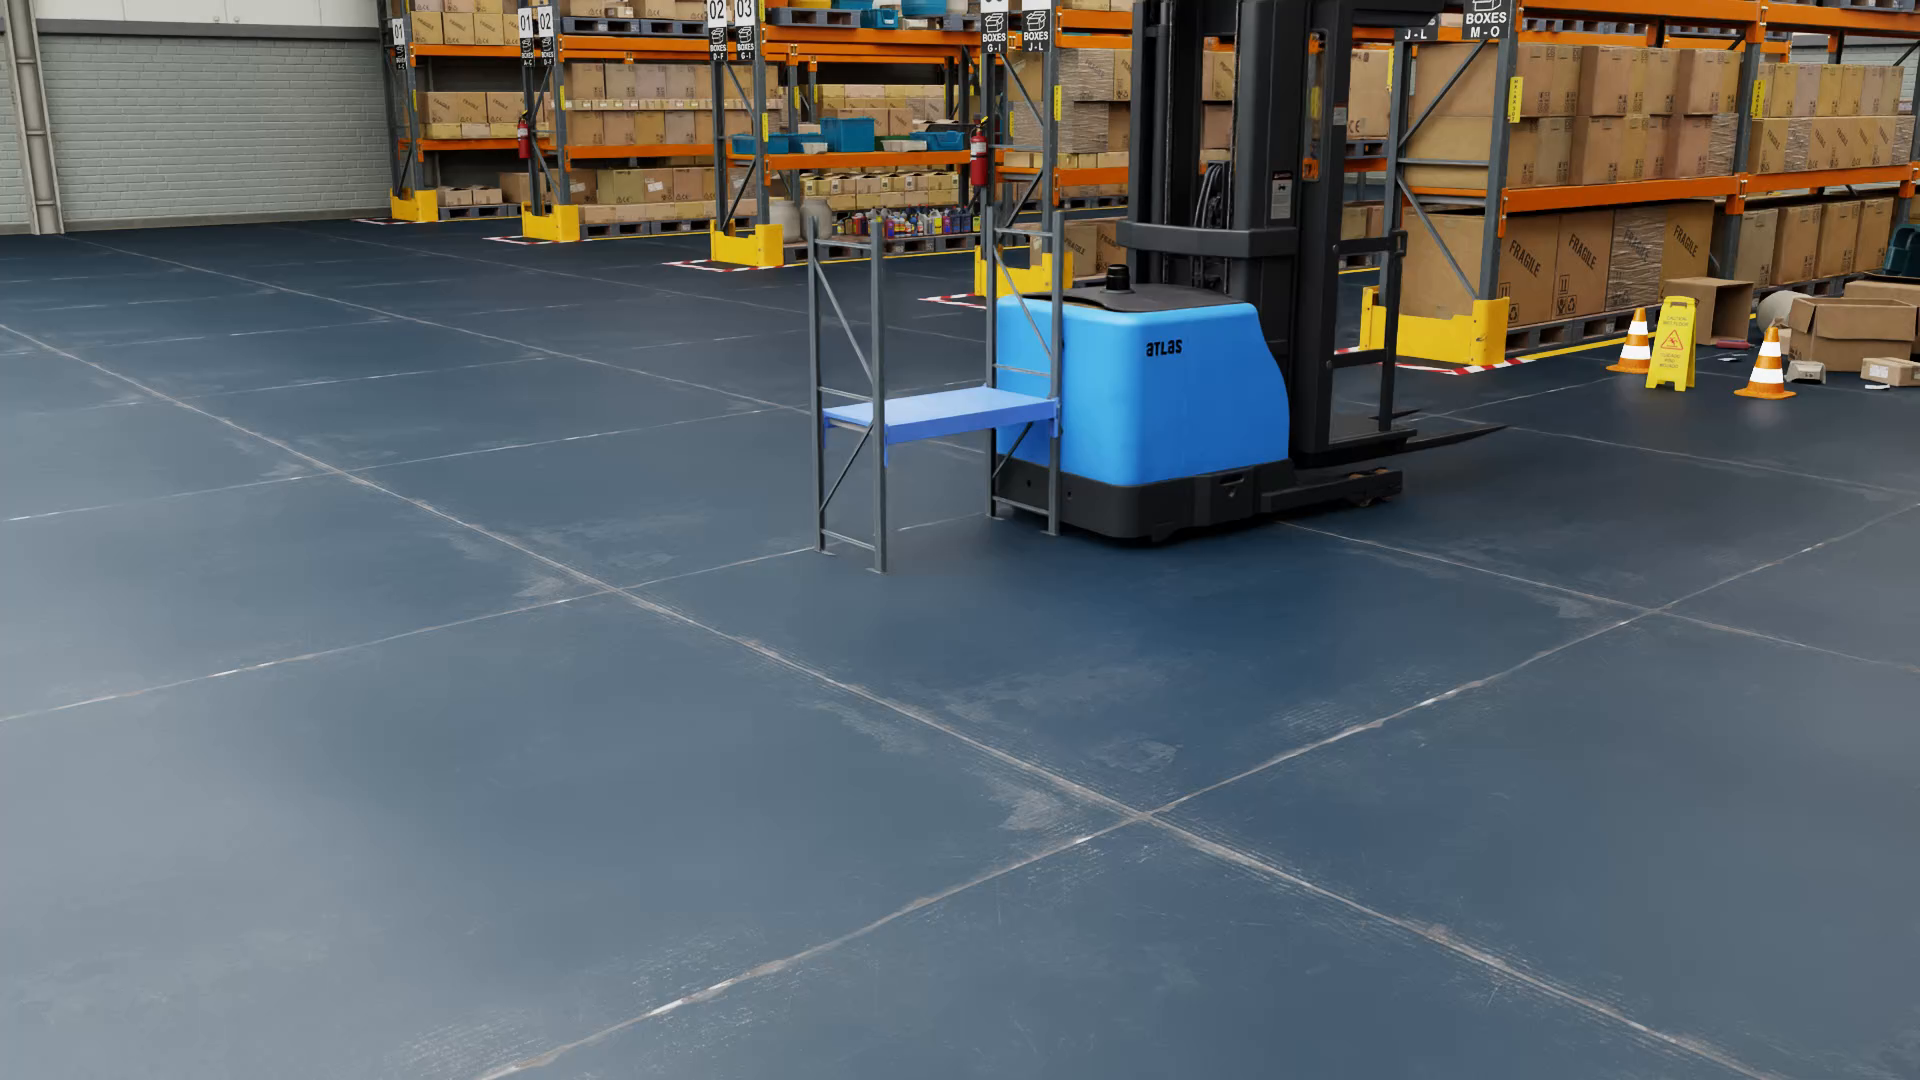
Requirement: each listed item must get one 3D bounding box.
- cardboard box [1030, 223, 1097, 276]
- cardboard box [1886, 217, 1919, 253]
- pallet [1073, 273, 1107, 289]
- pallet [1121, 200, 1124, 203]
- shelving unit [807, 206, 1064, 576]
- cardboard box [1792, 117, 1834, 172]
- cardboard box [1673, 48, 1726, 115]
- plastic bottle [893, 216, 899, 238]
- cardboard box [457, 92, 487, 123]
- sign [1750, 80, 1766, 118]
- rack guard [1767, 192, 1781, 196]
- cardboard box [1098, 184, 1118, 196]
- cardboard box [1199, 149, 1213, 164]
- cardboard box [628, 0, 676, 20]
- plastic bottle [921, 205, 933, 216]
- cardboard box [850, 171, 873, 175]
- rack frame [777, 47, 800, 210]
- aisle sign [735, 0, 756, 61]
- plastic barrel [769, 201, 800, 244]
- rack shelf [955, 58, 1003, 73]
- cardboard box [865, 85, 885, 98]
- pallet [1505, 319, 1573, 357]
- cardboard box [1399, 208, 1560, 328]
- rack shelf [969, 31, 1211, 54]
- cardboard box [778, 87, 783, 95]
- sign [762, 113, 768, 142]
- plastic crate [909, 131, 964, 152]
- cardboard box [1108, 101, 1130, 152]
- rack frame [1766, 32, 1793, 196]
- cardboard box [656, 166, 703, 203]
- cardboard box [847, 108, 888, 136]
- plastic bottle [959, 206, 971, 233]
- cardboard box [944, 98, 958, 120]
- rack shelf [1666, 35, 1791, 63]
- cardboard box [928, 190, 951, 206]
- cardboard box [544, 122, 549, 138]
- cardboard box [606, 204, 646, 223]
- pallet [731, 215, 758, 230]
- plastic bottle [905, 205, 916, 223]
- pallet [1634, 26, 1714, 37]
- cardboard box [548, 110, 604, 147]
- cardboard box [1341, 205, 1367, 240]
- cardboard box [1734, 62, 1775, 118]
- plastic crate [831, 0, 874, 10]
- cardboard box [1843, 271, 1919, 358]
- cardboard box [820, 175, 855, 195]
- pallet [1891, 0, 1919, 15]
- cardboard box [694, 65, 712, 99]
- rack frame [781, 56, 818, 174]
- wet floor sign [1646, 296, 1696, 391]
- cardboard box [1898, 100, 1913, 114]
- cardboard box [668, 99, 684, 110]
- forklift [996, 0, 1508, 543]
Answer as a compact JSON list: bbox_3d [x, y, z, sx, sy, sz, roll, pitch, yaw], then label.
[{"bbox_3d":[1.065,-3.003,17.210,0.500,0.500,0.500,-9,17,-29],"label":"cardboard box"},{"bbox_3d":[10.499,-3.343,18.484,0.500,0.500,0.500,-14,20,-42],"label":"cardboard box"},{"bbox_3d":[1.276,-2.702,17.455,1.213,0.211,1.003,-13,19,-39],"label":"pallet"},{"bbox_3d":[3.654,-6.636,32.185,1.213,0.211,1.003,-13,19,-39],"label":"pallet"},{"bbox_3d":[-0.096,-0.706,7.487,1.048,1.500,0.538,-12,19,-38],"label":"shelving unit"},{"bbox_3d":[8.113,-3.855,16.176,0.500,0.500,0.500,-13,20,-40],"label":"cardboard box"},{"bbox_3d":[6.141,-4.023,14.614,0.550,0.550,0.875,-13,19,-39],"label":"cardboard box"},{"bbox_3d":[-0.838,-4.068,21.603,0.097,0.271,0.097,0,15,0],"label":"plastic bottle"},{"bbox_3d":[-8.235,-7.202,27.698,0.500,0.500,0.500,-13,19,-39],"label":"cardboard box"},{"bbox_3d":[7.146,-3.949,14.890,0.005,0.325,0.100,-13,19,-39],"label":"sign"},{"bbox_3d":[12.671,-5.412,27.043,0.348,0.500,1.175,-13,19,-39],"label":"rack guard"},{"bbox_3d":[2.573,-6.651,30.827,0.500,0.500,0.500,-13,19,-39],"label":"cardboard box"},{"bbox_3d":[2.490,-4.117,17.836,0.250,0.149,0.380,-13,19,-39],"label":"cardboard box"},{"bbox_3d":[-4.485,-7.831,24.162,0.500,0.500,0.500,-13,19,-39],"label":"cardboard box"},{"bbox_3d":[-0.438,-4.396,22.675,0.185,0.351,0.144,-13,19,-39],"label":"plastic bottle"},{"bbox_3d":[-1.634,-6.040,27.977,0.500,0.311,0.500,-13,20,-40],"label":"cardboard box"},{"bbox_3d":[-2.900,-6.512,26.317,0.127,3.000,1.000,-13,19,-39],"label":"rack frame"},{"bbox_3d":[-2.530,-6.056,19.573,0.004,0.787,0.394,-13,19,-39],"label":"aisle sign"},{"bbox_3d":[-2.222,-3.997,20.908,0.421,0.512,0.421,0,15,0],"label":"plastic barrel"},{"bbox_3d":[1.390,-10.271,35.973,4.000,0.370,1.077,-13,19,-39],"label":"rack shelf"},{"bbox_3d":[-1.845,-8.921,33.073,0.500,0.250,0.500,-12,19,-39],"label":"cardboard box"},{"bbox_3d":[4.314,-1.726,13.803,1.213,0.211,1.003,-13,19,-39],"label":"pallet"},{"bbox_3d":[4.231,-2.227,13.577,0.875,0.875,0.875,-13,19,-39],"label":"cardboard box"},{"bbox_3d":[1.858,-6.988,23.679,4.000,0.370,1.077,-13,19,-39],"label":"rack shelf"},{"bbox_3d":[-3.610,-8.606,31.853,0.380,0.149,0.250,12,19,38],"label":"cardboard box"},{"bbox_3d":[-2.311,-4.895,19.728,0.005,0.325,0.100,-13,19,-39],"label":"sign"},{"bbox_3d":[-0.308,-5.235,21.824,0.616,0.251,0.499,-13,19,-39],"label":"plastic crate"},{"bbox_3d":[1.314,-4.293,17.240,0.500,0.500,0.875,-13,19,-39],"label":"cardboard box"},{"bbox_3d":[12.653,-6.616,26.705,0.127,3.000,1.000,-13,19,-39],"label":"rack frame"},{"bbox_3d":[-4.233,-5.372,25.111,0.500,0.500,0.500,-13,19,-39],"label":"cardboard box"},{"bbox_3d":[-1.534,-6.861,27.431,0.500,0.500,0.500,-13,19,-39],"label":"cardboard box"},{"bbox_3d":[0.052,-4.315,22.371,0.185,0.351,0.144,-13,20,-41],"label":"plastic bottle"},{"bbox_3d":[-0.302,-8.905,34.468,0.500,0.500,0.500,-13,20,-40],"label":"cardboard box"},{"bbox_3d":[11.144,-7.379,25.142,4.000,0.370,1.077,-13,19,-39],"label":"rack shelf"},{"bbox_3d":[-0.505,-5.840,28.314,0.500,0.250,0.500,-13,20,-40],"label":"cardboard box"},{"bbox_3d":[-7.063,-7.103,28.780,0.500,0.250,0.500,-13,20,-40],"label":"cardboard box"},{"bbox_3d":[-4.992,-4.842,24.579,0.500,0.250,0.500,-13,19,-39],"label":"cardboard box"},{"bbox_3d":[-3.527,-5.038,26.203,1.213,0.211,1.003,-13,19,-39],"label":"pallet"},{"bbox_3d":[-0.675,-4.392,22.660,0.185,0.351,0.144,-14,20,-42],"label":"plastic bottle"},{"bbox_3d":[10.260,-7.481,24.304,1.213,0.211,1.003,-13,19,-39],"label":"pallet"},{"bbox_3d":[-5.557,-5.959,24.054,0.500,0.500,0.700,-13,19,-39],"label":"cardboard box"},{"bbox_3d":[4.450,-3.765,20.023,0.500,0.500,0.700,-13,20,-40],"label":"cardboard box"},{"bbox_3d":[7.151,-4.217,15.593,0.500,0.500,0.700,-13,20,-40],"label":"cardboard box"},{"bbox_3d":[-1.428,-6.693,21.212,0.575,0.384,0.392,-13,19,-39],"label":"plastic crate"},{"bbox_3d":[7.451,-1.786,13.198,0.503,0.637,0.797,-13,19,-39],"label":"cardboard box"},{"bbox_3d":[-2.043,-5.763,26.940,0.500,0.311,0.500,-13,20,-40],"label":"cardboard box"},{"bbox_3d":[9.347,-5.516,17.143,1.003,0.211,1.213,-12,19,-37],"label":"pallet"},{"bbox_3d":[-3.989,-6.940,25.212,0.500,0.500,0.700,-13,20,-39],"label":"cardboard box"},{"bbox_3d":[-3.137,-8.153,32.462,0.127,3.000,1.000,-13,19,-39],"label":"rack frame"},{"bbox_3d":[5.040,-1.395,11.721,0.267,0.644,0.232,12,19,37],"label":"wet floor sign"},{"bbox_3d":[10.277,-4.688,18.009,0.250,0.149,0.380,-13,19,-39],"label":"cardboard box"},{"bbox_3d":[-4.320,-6.481,24.750,0.250,0.149,0.380,-12,19,-39],"label":"cardboard box"},{"bbox_3d":[1.645,-1.682,8.367,3.031,2.935,1.130,-11,18,-35],"label":"forklift"}]
